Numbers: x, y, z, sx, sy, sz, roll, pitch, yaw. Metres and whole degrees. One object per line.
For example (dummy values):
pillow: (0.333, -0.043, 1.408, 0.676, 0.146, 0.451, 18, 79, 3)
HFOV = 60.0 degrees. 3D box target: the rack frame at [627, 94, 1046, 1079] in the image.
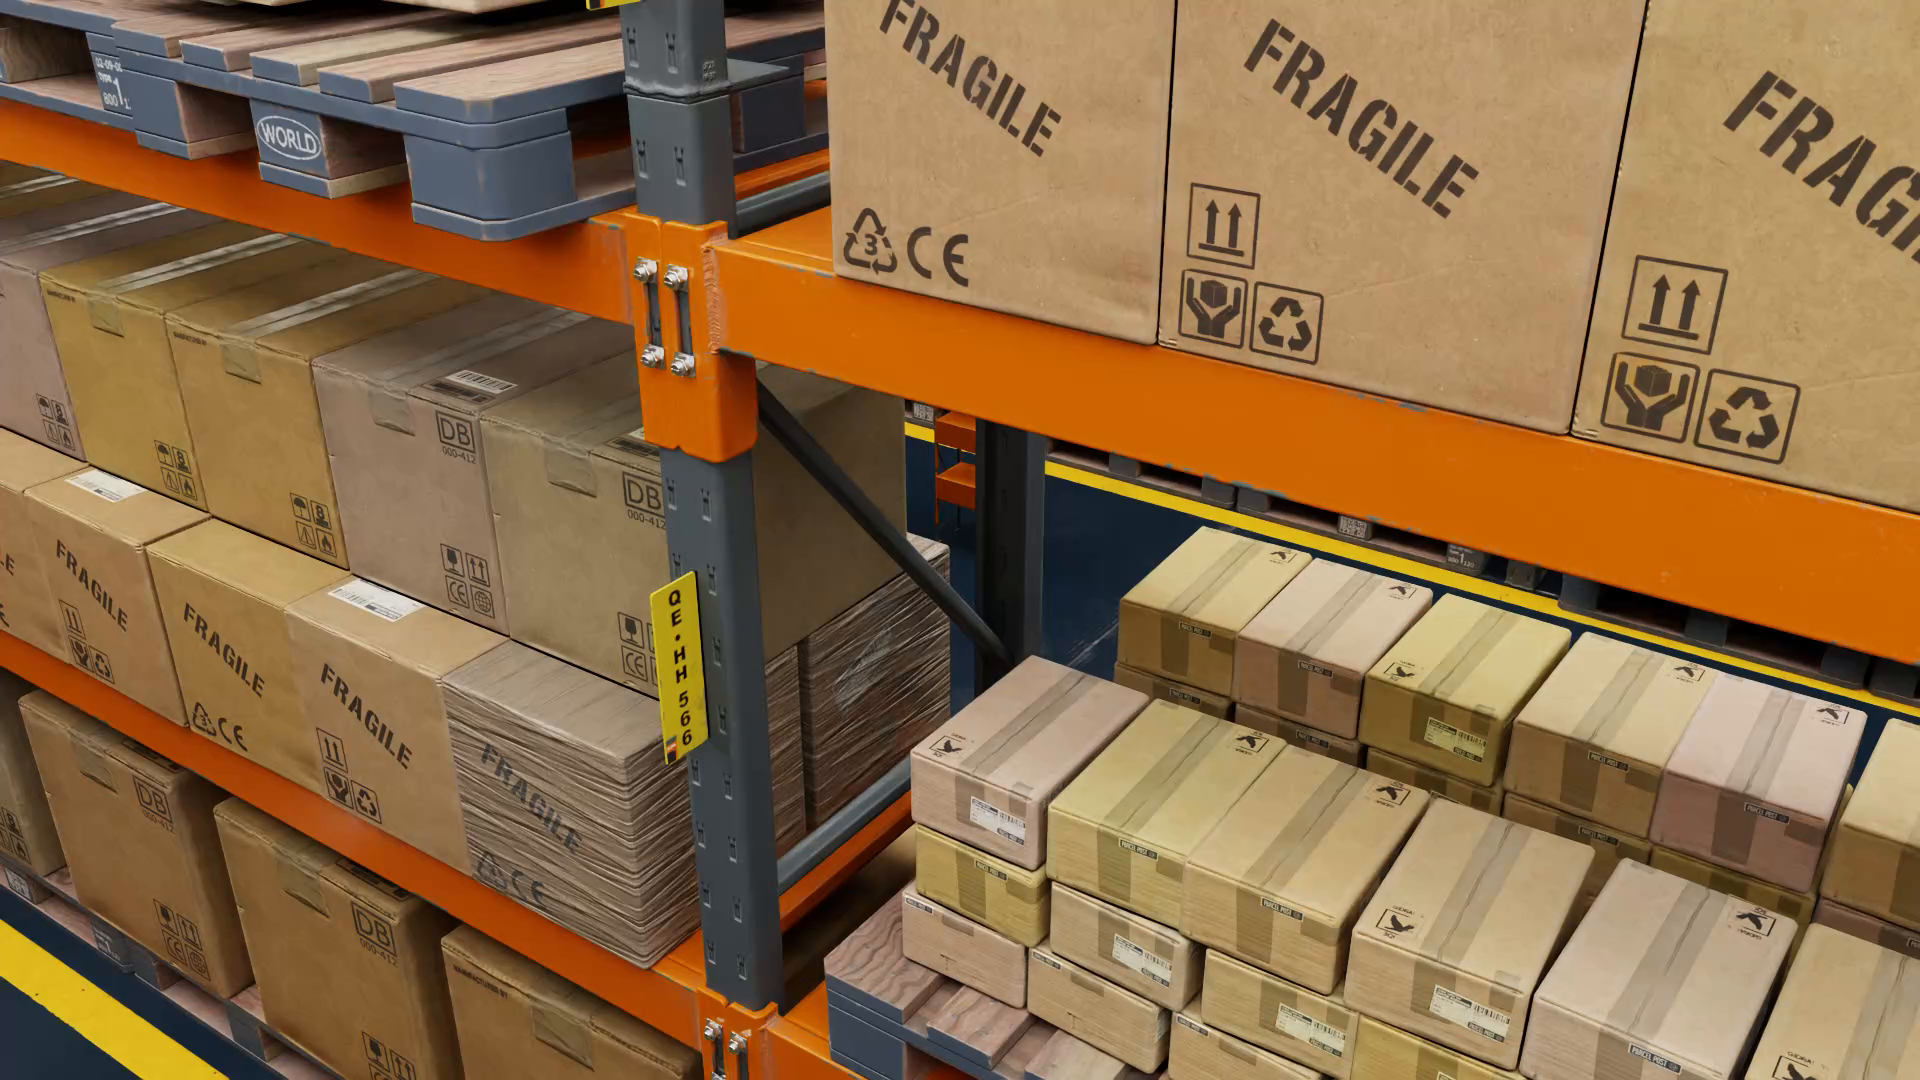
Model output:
rack frame: (-0.150, 0.522, 3.418, 0.127, 3.000, 1.000, 17, 32, 30)

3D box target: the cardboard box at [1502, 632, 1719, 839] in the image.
cardboard box: (1.157, 0.336, 2.941, 0.250, 0.149, 0.380, 18, 32, 32)

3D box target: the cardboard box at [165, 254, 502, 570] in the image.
cardboard box: (-1.357, -0.348, 3.914, 0.500, 0.500, 0.700, 17, 31, 30)

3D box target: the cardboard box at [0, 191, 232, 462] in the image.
cardboard box: (-2.194, -0.609, 4.427, 0.500, 0.500, 0.700, 18, 32, 31)

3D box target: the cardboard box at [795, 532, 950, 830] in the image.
cardboard box: (-0.368, 0.261, 3.820, 0.500, 0.500, 0.500, 18, 32, 31)

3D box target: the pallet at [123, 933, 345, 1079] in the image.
pallet: (-1.759, 1.220, 5.119, 1.213, 0.211, 1.003, 17, 32, 30)

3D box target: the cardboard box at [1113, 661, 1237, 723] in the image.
cardboard box: (0.515, 0.271, 3.397, 0.250, 0.149, 0.380, 18, 32, 31)

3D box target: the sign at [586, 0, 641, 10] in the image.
sign: (-0.471, -0.875, 2.199, 0.005, 0.325, 0.100, 17, 32, 30)

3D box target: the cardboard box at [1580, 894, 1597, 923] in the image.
cardboard box: (1.136, 0.597, 3.084, 0.250, 0.149, 0.380, 17, 31, 30)

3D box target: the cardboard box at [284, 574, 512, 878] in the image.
cardboard box: (-1.084, 0.333, 3.678, 0.500, 0.500, 0.500, 17, 32, 30)

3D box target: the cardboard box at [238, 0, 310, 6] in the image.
cardboard box: (-1.182, -1.163, 2.947, 0.500, 0.311, 0.500, 17, 32, 30)

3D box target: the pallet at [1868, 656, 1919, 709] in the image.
pallet: (4.350, 0.480, 6.574, 1.213, 0.211, 1.003, 17, 32, 30)

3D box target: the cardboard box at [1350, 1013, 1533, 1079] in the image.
cardboard box: (0.789, 0.714, 2.526, 0.250, 0.149, 0.380, 17, 32, 31)

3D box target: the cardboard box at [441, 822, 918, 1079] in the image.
cardboard box: (-0.601, 1.147, 4.206, 0.750, 0.750, 1.050, 17, 31, 30)

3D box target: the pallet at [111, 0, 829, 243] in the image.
pallet: (-0.711, -0.876, 3.066, 1.003, 0.211, 1.213, 19, 33, 33)

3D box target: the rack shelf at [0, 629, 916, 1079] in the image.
rack shelf: (-1.799, 0.329, 4.590, 4.000, 0.370, 1.077, 17, 32, 30)

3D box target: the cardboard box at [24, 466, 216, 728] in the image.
cardboard box: (-1.921, 0.075, 4.186, 0.500, 0.500, 0.500, 18, 32, 31)

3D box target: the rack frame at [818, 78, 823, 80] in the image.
rack frame: (-0.556, -2.334, 9.029, 0.127, 3.000, 1.000, 17, 32, 30)

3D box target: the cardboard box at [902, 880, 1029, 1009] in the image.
cardboard box: (0.104, 0.637, 3.005, 0.250, 0.149, 0.380, 17, 31, 30)

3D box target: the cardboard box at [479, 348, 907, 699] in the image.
cardboard box: (-0.515, -0.087, 3.402, 0.500, 0.500, 0.700, 17, 32, 30)

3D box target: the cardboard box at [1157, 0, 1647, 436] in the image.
cardboard box: (0.586, -0.488, 1.984, 0.500, 0.500, 0.500, 17, 32, 30)

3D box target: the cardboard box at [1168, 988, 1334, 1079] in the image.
cardboard box: (0.548, 0.775, 2.734, 0.250, 0.149, 0.380, 19, 33, 33)

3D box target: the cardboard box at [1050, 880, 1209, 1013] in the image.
cardboard box: (0.359, 0.582, 2.785, 0.250, 0.149, 0.380, 19, 33, 33)

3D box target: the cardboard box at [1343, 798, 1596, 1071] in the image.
cardboard box: (0.761, 0.573, 2.474, 0.250, 0.149, 0.380, 16, 31, 28)

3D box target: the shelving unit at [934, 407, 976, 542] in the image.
shelving unit: (0.044, -0.454, 7.485, 0.252, 1.050, 0.215, 17, 32, 30)

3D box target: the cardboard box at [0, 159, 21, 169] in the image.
cardboard box: (-3.035, -0.870, 4.940, 0.500, 0.500, 0.700, 17, 31, 29)

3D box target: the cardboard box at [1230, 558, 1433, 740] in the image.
cardboard box: (0.719, 0.201, 3.206, 0.250, 0.149, 0.380, 17, 31, 30)

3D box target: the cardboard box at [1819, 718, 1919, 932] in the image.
cardboard box: (1.578, 0.469, 2.680, 0.250, 0.149, 0.380, 19, 33, 33)

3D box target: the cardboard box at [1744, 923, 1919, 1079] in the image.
cardboard box: (1.205, 0.709, 2.207, 0.250, 0.149, 0.380, 18, 32, 32)

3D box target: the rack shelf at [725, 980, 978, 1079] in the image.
rack shelf: (1.498, 1.356, 2.572, 4.000, 0.370, 1.077, 17, 32, 30)

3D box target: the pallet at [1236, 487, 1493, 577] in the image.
pallet: (2.098, -0.265, 8.038, 1.213, 0.211, 1.003, 17, 32, 30)

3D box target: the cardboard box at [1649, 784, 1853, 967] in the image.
cardboard box: (1.364, 0.534, 2.879, 0.250, 0.149, 0.380, 17, 32, 30)

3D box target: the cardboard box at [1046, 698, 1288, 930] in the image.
cardboard box: (0.344, 0.440, 2.735, 0.250, 0.149, 0.380, 16, 31, 29)

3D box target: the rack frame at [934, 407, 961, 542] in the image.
rack frame: (-0.056, -0.485, 7.546, 0.008, 1.050, 0.200, 17, 32, 30)

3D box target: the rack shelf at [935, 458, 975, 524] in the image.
rack shelf: (0.044, -0.197, 7.616, 0.240, 0.259, 0.215, 17, 32, 30)

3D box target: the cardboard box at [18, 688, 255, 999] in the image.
cardboard box: (-2.092, 0.685, 5.114, 0.750, 0.750, 1.050, 17, 32, 30)

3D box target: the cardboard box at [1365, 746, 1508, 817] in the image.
cardboard box: (0.954, 0.405, 3.133, 0.250, 0.149, 0.380, 18, 32, 31)

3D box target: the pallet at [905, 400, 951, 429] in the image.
pallet: (0.086, -0.892, 9.269, 1.213, 0.211, 1.003, 17, 32, 30)
